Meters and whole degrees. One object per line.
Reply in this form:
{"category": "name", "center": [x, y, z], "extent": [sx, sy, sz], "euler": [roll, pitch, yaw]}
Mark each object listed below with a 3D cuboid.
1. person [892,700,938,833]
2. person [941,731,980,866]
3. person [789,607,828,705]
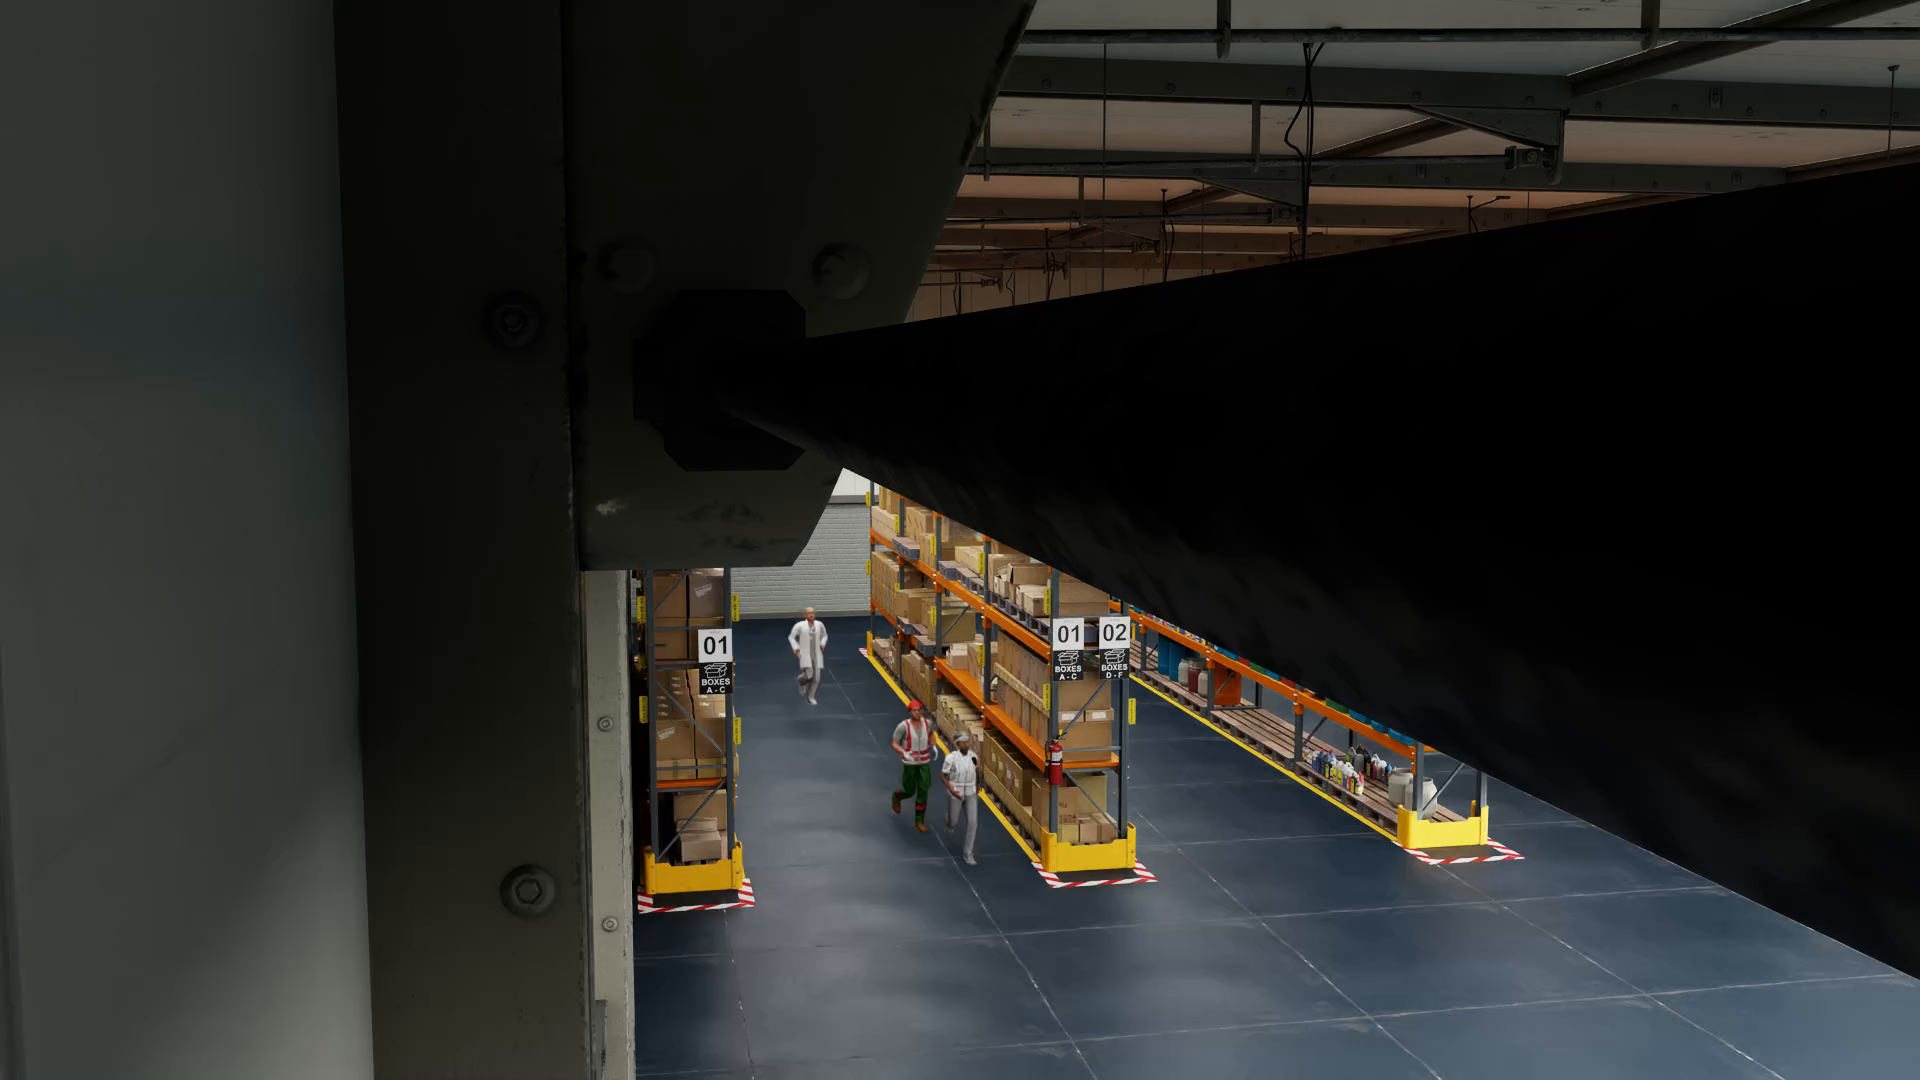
{"category": "person", "center": [-0.626, 3.071, 22.920], "extent": [0.664, 1.779, 0.868], "euler": [-2, 6, -22]}
{"category": "person", "center": [0.019, 3.285, 21.497], "extent": [0.557, 1.693, 0.962], "euler": [-1, 6, -14]}
{"category": "person", "center": [-2.686, 2.071, 29.790], "extent": [0.710, 1.742, 0.637], "euler": [-3, 7, -24]}
